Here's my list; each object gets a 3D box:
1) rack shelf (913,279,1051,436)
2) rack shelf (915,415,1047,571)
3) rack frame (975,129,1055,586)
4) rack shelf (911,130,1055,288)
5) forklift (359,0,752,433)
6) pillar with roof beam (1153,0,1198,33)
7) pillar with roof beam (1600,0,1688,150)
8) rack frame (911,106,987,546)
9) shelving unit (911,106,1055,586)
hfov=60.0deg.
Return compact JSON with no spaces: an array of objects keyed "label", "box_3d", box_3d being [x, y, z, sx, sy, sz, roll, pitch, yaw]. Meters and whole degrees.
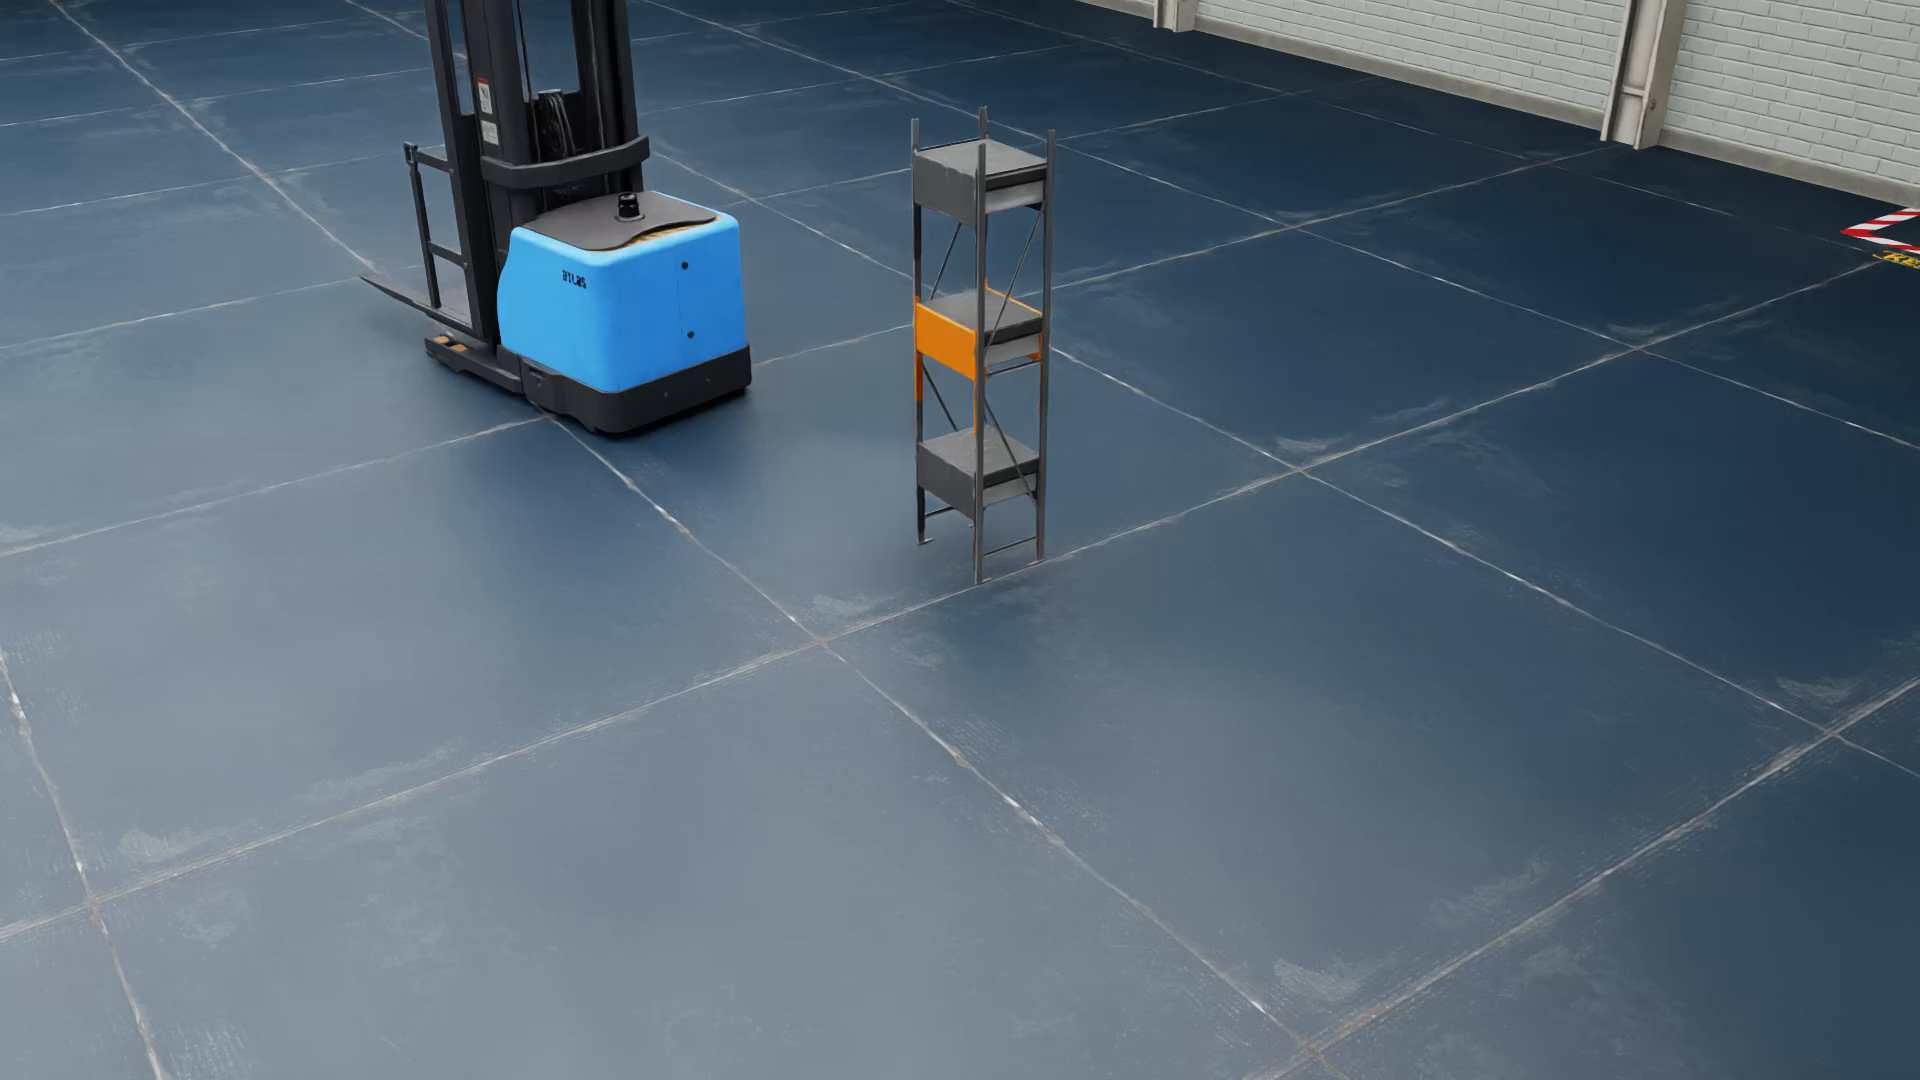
[{"label":"rack shelf","box_3d":[0.096,-0.846,7.637,0.431,0.518,0.480,-19,34,-31]},{"label":"rack shelf","box_3d":[0.096,-0.231,7.971,0.431,0.518,0.480,-19,34,-31]},{"label":"rack frame","box_3d":[0.238,-0.763,7.456,0.400,2.100,0.015,-19,34,-31]},{"label":"rack shelf","box_3d":[0.096,-1.462,7.303,0.431,0.518,0.480,-19,34,-31]},{"label":"forklift","box_3d":[-2.649,-2.473,9.732,3.031,2.935,1.130,24,37,37]},{"label":"pillar with roof beam","box_3d":[-1.050,-8.624,14.701,9.100,9.000,0.400,-19,34,-31]},{"label":"pillar with roof beam","box_3d":[2.431,-6.292,10.406,9.100,9.000,0.400,-19,34,-31]},{"label":"rack frame","box_3d":[-0.046,-0.953,7.805,0.400,2.100,0.015,-19,34,-31]},{"label":"shelving unit","box_3d":[0.096,-0.858,7.630,0.431,2.100,0.503,-19,34,-31]}]
